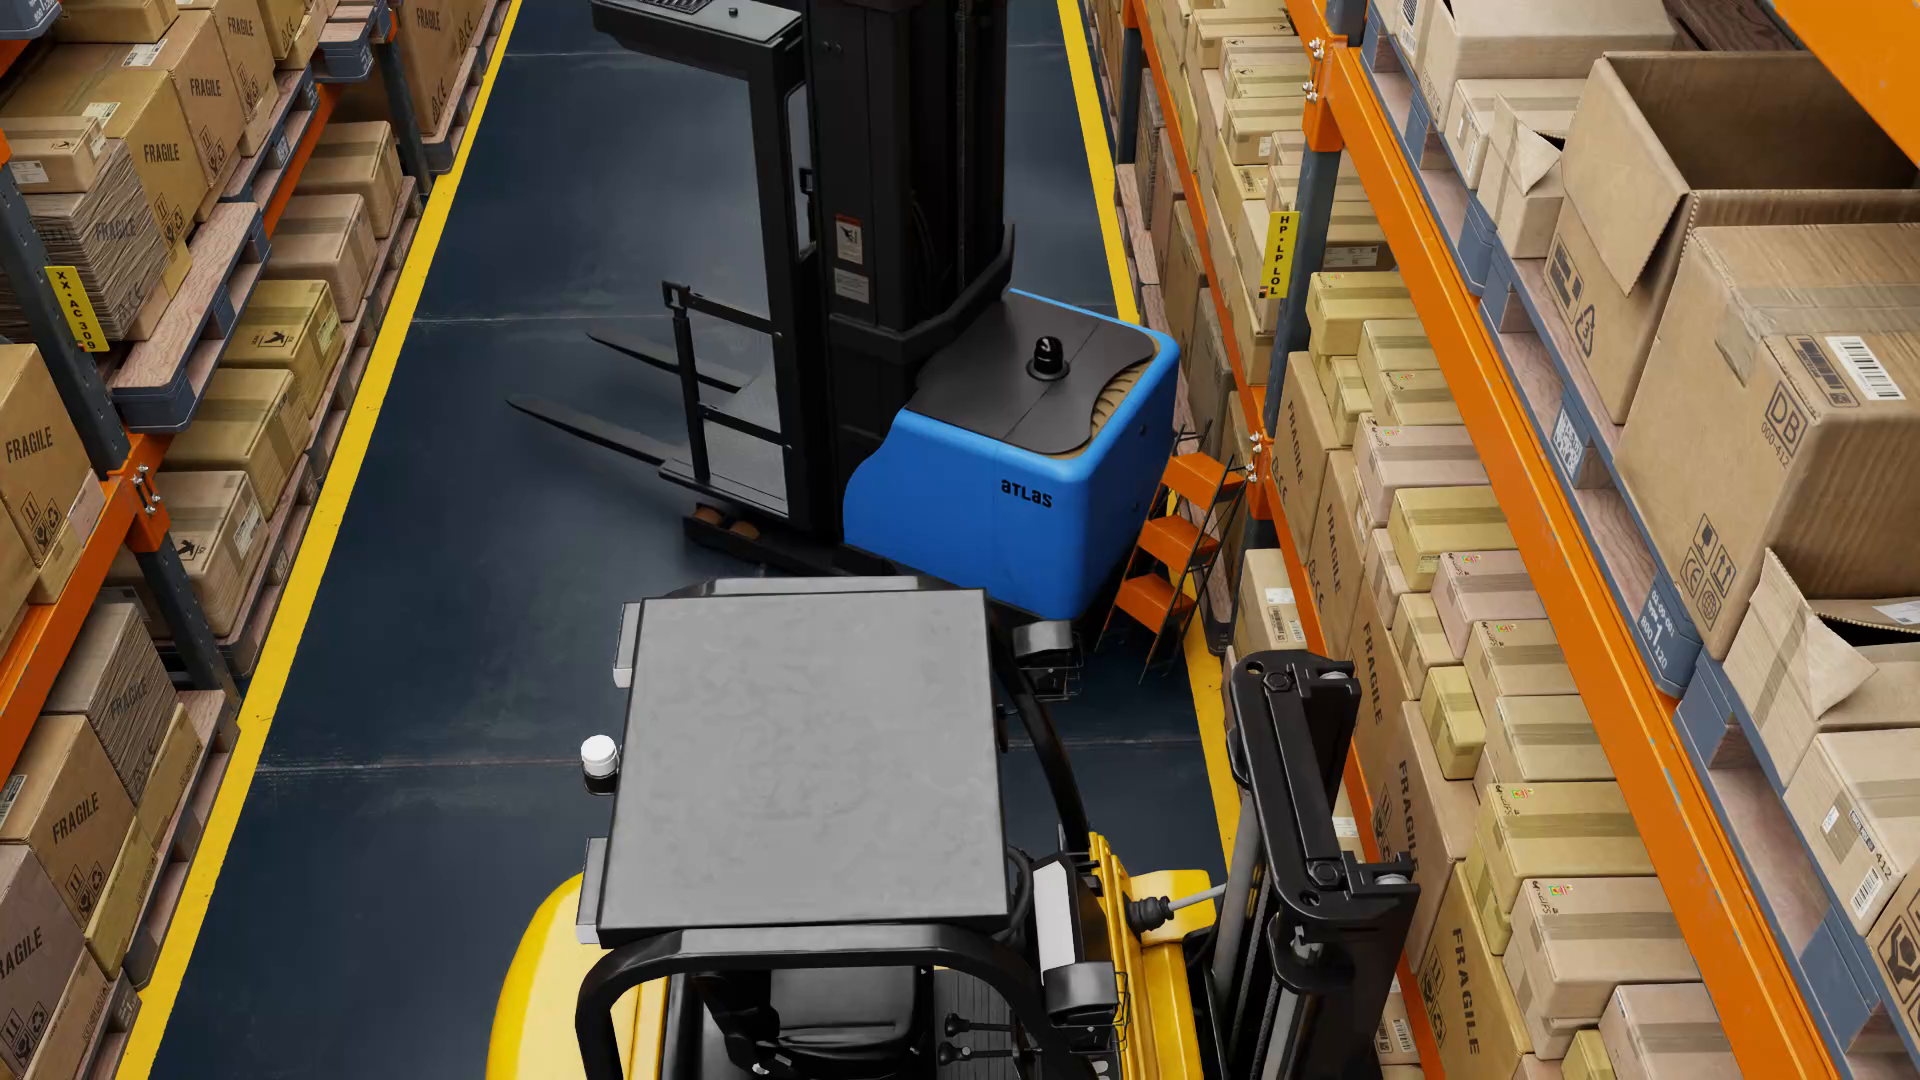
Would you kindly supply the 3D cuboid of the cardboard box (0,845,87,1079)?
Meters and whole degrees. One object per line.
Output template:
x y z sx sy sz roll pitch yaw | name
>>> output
-3.043 1.262 4.972 0.500 0.500 0.500 0 43 0 | cardboard box

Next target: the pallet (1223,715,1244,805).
1.569 1.021 6.129 1.003 0.211 1.213 -2 43 -2 | pallet

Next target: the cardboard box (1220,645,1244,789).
1.267 0.650 6.195 0.500 0.250 0.500 -1 43 -1 | cardboard box

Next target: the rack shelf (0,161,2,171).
-3.297 0.110 3.373 1.077 0.370 4.000 -2 43 -2 | rack shelf

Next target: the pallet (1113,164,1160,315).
1.403 -1.660 9.055 1.003 0.211 1.213 -2 43 -2 | pallet

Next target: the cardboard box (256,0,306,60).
-3.199 -2.413 7.208 0.500 0.500 0.500 -4 43 -5 | cardboard box

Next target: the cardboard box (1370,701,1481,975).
1.397 0.758 4.278 0.500 0.500 0.500 -1 43 -2 | cardboard box

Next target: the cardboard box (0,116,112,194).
-3.049 -1.268 5.478 0.380 0.149 0.250 -2 43 -2 | cardboard box

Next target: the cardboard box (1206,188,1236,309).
1.267 -1.162 6.558 0.500 0.250 0.500 -2 43 -2 | cardboard box

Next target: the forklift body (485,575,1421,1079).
-0.156 1.241 4.455 2.313 2.155 1.214 -2 43 -2 | forklift body

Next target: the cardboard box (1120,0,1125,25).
1.133 -3.044 9.560 0.380 0.149 0.250 -4 43 -4 | cardboard box

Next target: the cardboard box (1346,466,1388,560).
1.316 -0.080 4.713 0.380 0.149 0.250 -1 43 -1 | cardboard box

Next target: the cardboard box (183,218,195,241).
-3.180 -1.202 6.367 0.380 0.149 0.250 1 43 1 | cardboard box

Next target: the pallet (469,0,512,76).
-3.559 -3.428 10.984 1.003 0.211 1.213 -2 43 -2 | pallet

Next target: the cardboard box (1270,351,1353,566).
1.335 -0.275 5.405 0.500 0.500 0.500 -3 43 -3 | cardboard box

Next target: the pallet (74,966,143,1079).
-3.263 1.906 5.164 1.003 0.211 1.213 -2 43 -2 | pallet

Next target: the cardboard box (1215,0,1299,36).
1.299 -2.254 7.085 0.380 0.149 0.250 -2 43 -2 | cardboard box

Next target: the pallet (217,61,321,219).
-3.427 -1.694 7.170 1.003 0.211 1.213 -2 43 -2 | pallet

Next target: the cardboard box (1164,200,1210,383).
1.484 -1.208 7.944 0.875 0.625 0.625 -3 43 -4 | cardboard box

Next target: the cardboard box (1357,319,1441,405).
1.413 -0.533 4.987 0.380 0.149 0.250 -1 43 -1 | cardboard box

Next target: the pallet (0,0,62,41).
-3.302 -1.856 5.124 1.213 0.211 1.003 -2 43 -2 | pallet

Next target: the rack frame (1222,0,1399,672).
1.577 -0.545 5.774 1.000 3.000 0.127 -2 43 -2 | rack frame

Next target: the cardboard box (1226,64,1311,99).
1.262 -1.738 6.522 0.380 0.149 0.250 -3 43 -3 | cardboard box

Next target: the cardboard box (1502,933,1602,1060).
1.404 0.958 3.580 0.380 0.149 0.250 -3 43 -3 | cardboard box

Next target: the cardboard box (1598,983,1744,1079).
1.505 1.022 3.290 0.380 0.149 0.250 -1 43 -2 | cardboard box

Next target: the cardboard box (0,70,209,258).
-3.137 -1.364 6.063 0.500 0.500 0.500 -2 43 -2 | cardboard box

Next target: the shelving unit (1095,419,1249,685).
0.849 0.054 6.555 0.252 1.050 0.215 36 31 33 | shelving unit

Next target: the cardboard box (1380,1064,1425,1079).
1.357 1.659 4.354 0.500 0.250 0.500 -1 43 -1 | cardboard box

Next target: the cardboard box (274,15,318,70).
-3.135 -2.245 7.504 0.380 0.149 0.250 -1 43 -1 | cardboard box

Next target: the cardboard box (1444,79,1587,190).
1.325 -0.919 3.764 0.380 0.149 0.250 0 43 -1 | cardboard box

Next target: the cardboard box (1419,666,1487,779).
1.374 0.446 4.139 0.380 0.149 0.250 -2 43 -3 | cardboard box

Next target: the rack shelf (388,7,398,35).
-3.637 -4.185 10.278 1.077 0.370 4.000 -2 43 -2 | rack shelf

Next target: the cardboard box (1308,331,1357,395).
1.328 -0.598 5.278 0.380 0.149 0.250 -2 43 -2 | cardboard box

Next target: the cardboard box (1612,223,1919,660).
1.541 -0.165 2.681 0.700 0.500 0.500 -1 43 -2 | cardboard box

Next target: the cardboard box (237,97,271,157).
-3.117 -1.725 6.937 0.380 0.149 0.250 0 43 0 | cardboard box

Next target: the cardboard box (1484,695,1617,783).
1.450 0.499 3.862 0.380 0.149 0.250 -1 43 -1 | cardboard box

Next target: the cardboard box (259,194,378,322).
-3.498 -1.407 8.348 0.950 0.372 0.625 -2 43 -3 | cardboard box

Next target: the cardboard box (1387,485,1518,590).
1.362 -0.010 4.416 0.380 0.149 0.250 -2 43 -2 | cardboard box

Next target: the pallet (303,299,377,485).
-3.471 -0.723 8.032 1.003 0.211 1.213 -2 43 -2 | pallet

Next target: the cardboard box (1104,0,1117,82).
1.164 -3.096 10.097 0.500 0.500 0.500 -2 43 -2 | cardboard box

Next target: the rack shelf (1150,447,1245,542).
0.925 -0.179 6.435 0.240 0.259 0.215 36 31 33 | rack shelf

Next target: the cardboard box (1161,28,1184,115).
1.227 -2.196 7.687 0.500 0.250 0.500 -3 43 -3 | cardboard box

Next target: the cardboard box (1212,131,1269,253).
1.272 -1.345 6.388 0.500 0.250 0.500 -3 43 -3 | cardboard box

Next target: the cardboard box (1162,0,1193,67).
1.206 -2.376 7.513 0.500 0.250 0.500 -3 43 -3 | cardboard box

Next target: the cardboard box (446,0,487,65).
-3.532 -3.543 10.307 0.875 0.875 0.875 -1 43 -1 | cardboard box

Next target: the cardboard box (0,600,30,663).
-3.113 0.247 5.096 0.380 0.149 0.250 -1 43 -2 | cardboard box

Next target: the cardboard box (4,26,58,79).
-3.669 -1.690 6.418 0.500 0.500 0.500 0 43 0 | cardboard box

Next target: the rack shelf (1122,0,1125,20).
1.322 -4.330 10.436 1.077 0.370 4.000 -2 43 -2 | rack shelf

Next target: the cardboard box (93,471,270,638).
-3.407 0.060 6.748 0.950 0.372 0.625 -1 43 -1 | cardboard box

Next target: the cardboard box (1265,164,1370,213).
1.312 -1.219 5.955 0.380 0.149 0.250 -2 43 -2 | cardboard box

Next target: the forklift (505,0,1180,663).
-0.641 -1.291 6.639 3.031 2.935 1.130 20 46 20 | forklift

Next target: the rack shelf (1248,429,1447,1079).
1.662 1.070 4.544 1.077 0.370 4.000 -2 43 -2 | rack shelf

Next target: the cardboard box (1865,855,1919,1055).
1.485 0.529 1.924 0.500 0.500 0.500 0 43 0 | cardboard box

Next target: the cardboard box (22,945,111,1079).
-3.039 1.553 5.210 0.500 0.250 0.500 -1 43 -1 | cardboard box
